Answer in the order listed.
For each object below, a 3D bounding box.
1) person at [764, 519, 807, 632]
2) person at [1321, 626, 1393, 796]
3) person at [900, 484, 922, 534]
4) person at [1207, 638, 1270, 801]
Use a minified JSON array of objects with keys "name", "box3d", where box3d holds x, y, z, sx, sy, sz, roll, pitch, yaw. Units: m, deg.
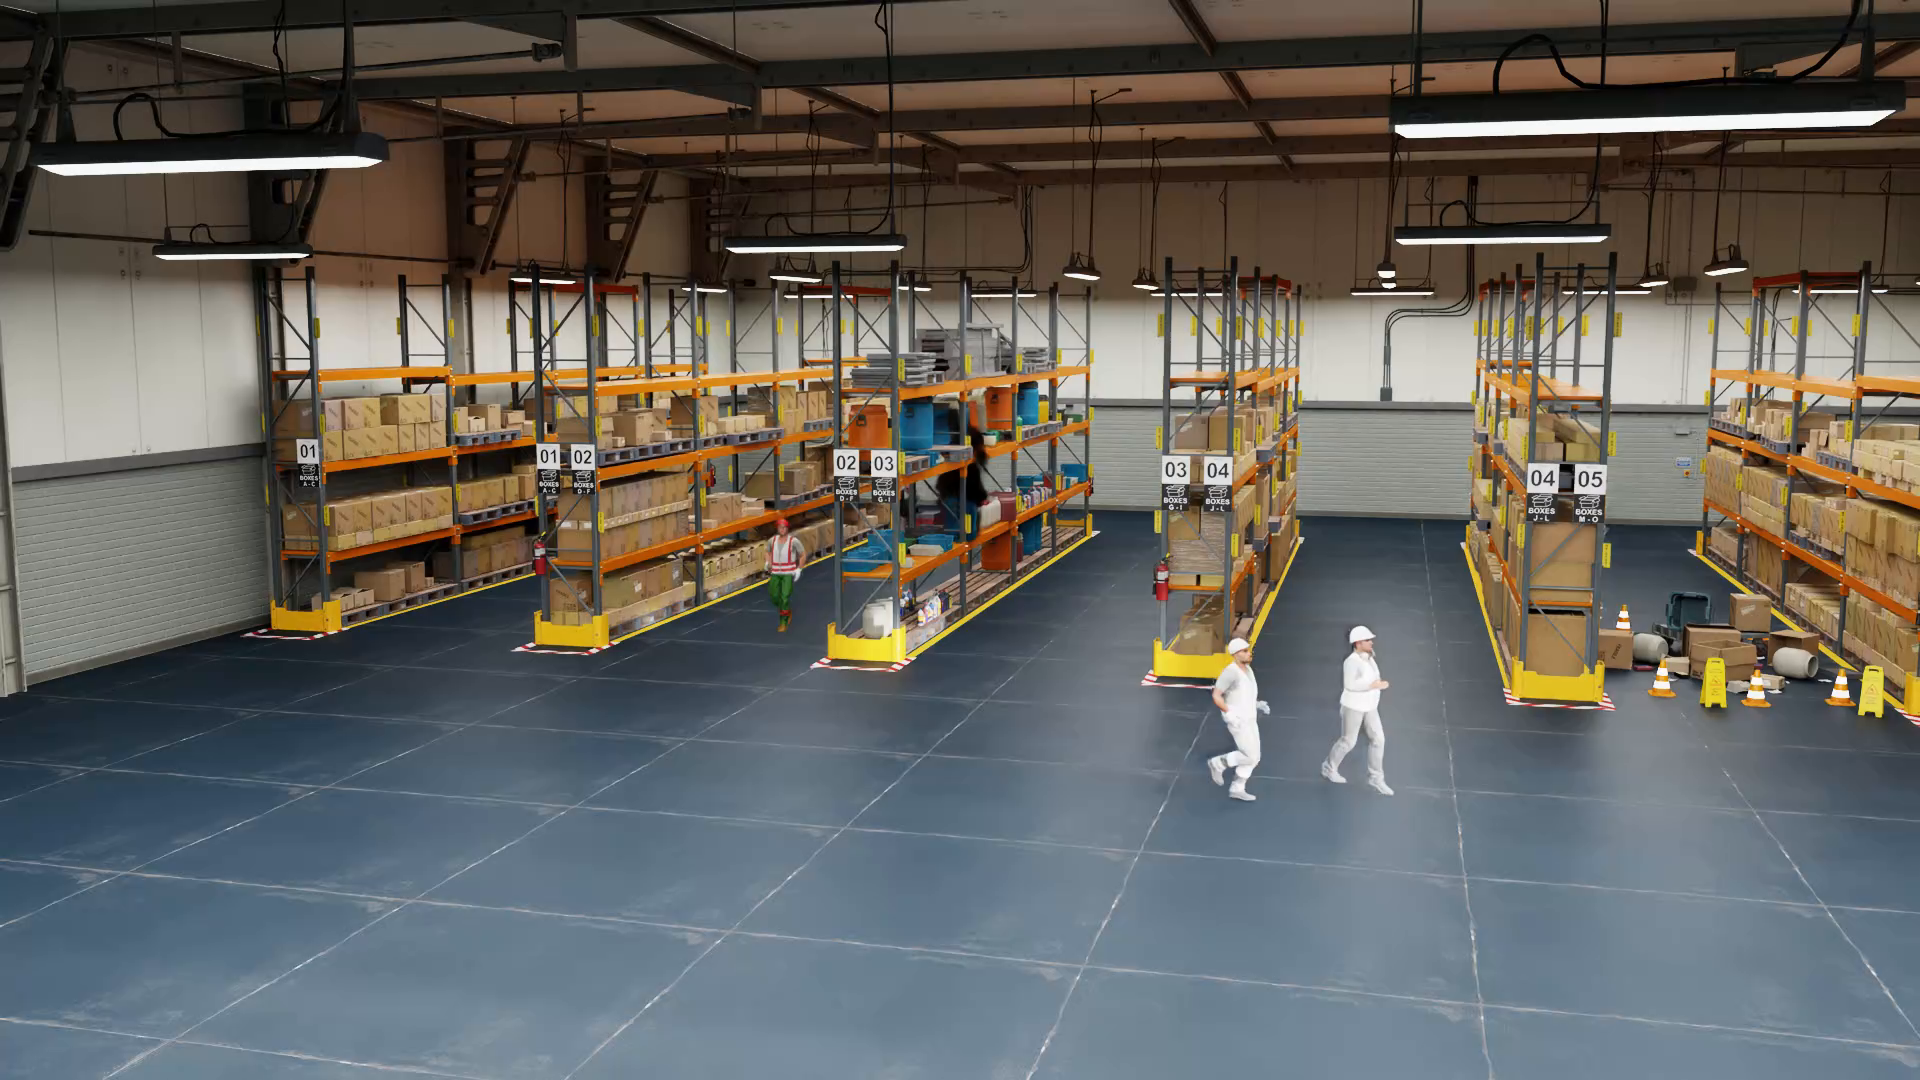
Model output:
[{"name":"person","box3d":[-2.772,0.542,26.122,0.694,1.762,0.523,2,8,16]},{"name":"person","box3d":[4.331,1.829,18.027,0.801,1.806,0.654,7,10,42]},{"name":"person","box3d":[-1.147,-0.460,36.401,0.639,1.781,0.724,1,7,6]},{"name":"person","box3d":[2.969,1.905,17.717,0.601,1.738,0.658,5,9,35]}]
